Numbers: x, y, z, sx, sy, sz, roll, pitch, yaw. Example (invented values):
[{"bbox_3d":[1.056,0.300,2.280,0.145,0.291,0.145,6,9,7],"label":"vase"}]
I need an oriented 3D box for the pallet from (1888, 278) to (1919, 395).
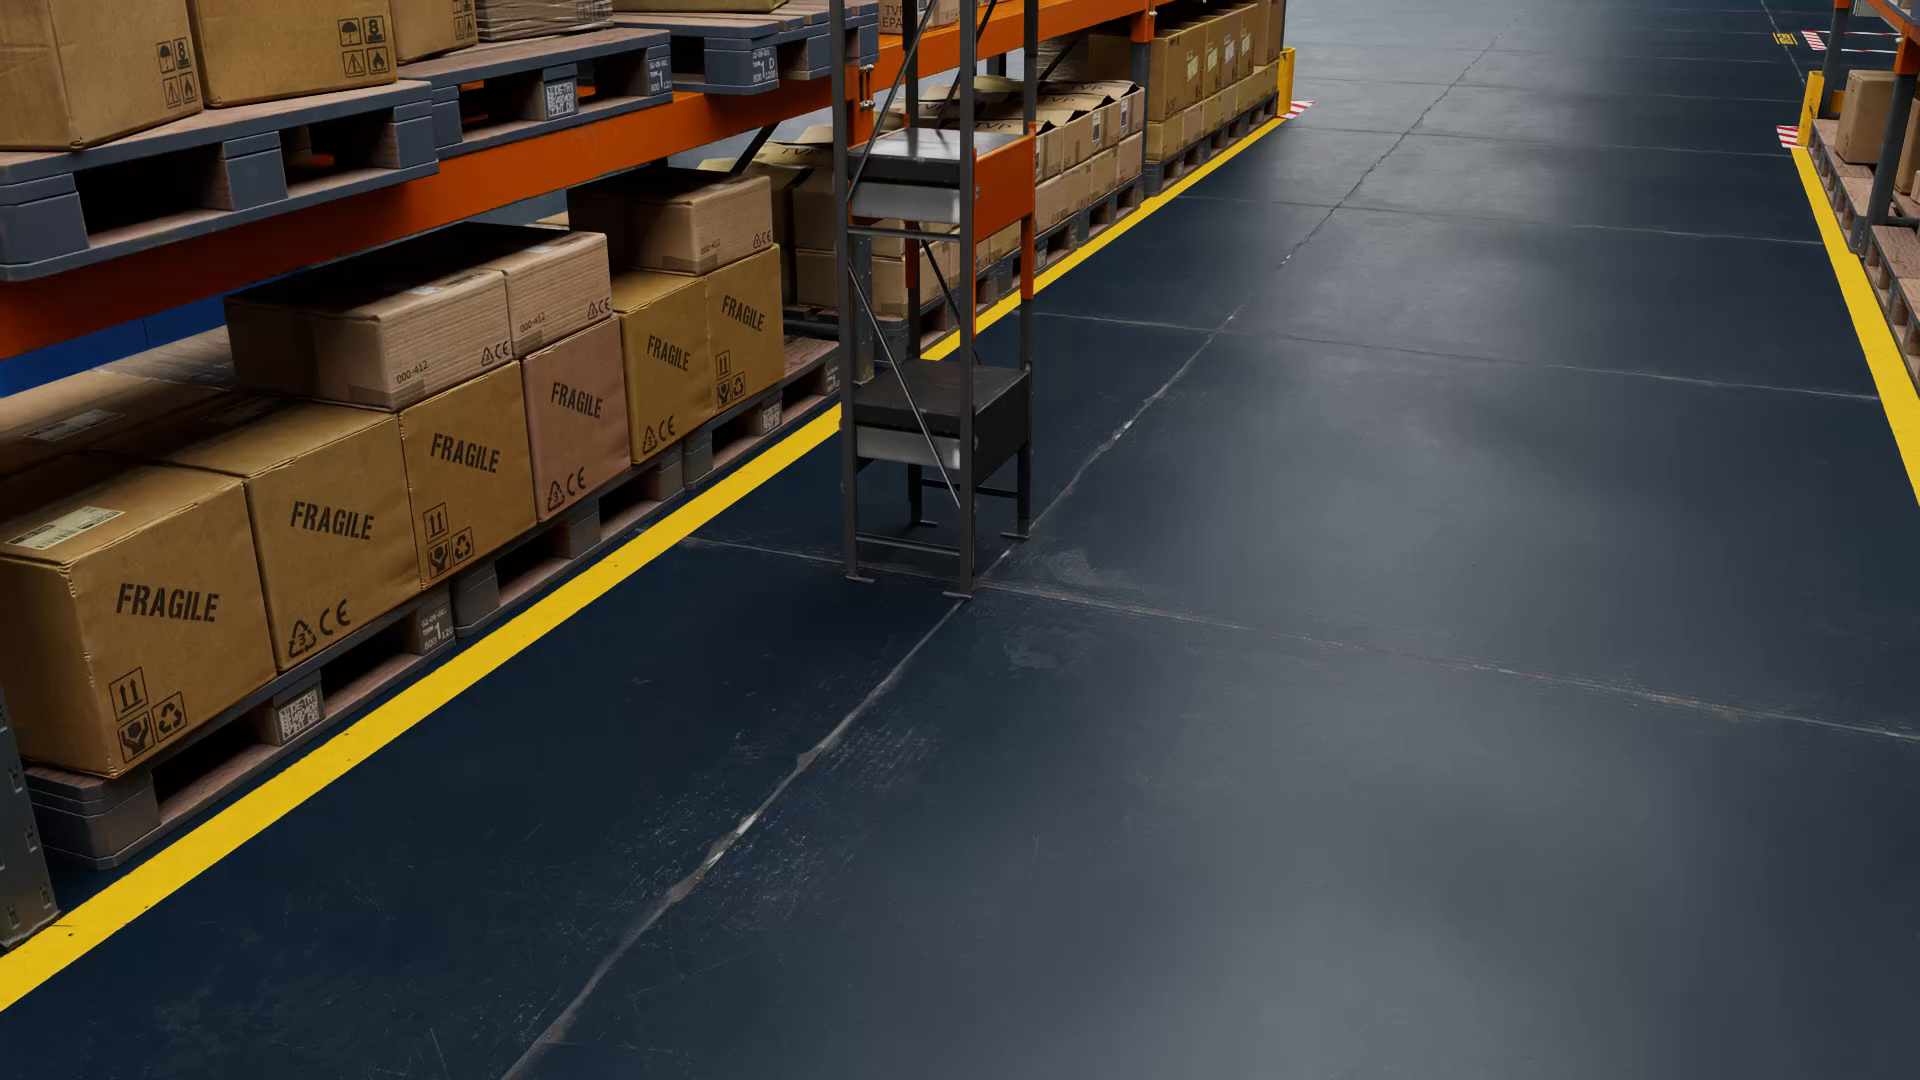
[{"bbox_3d":[4.509,-0.813,6.921,1.003,0.211,1.213,9,24,20],"label":"pallet"}]

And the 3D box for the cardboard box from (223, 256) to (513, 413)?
[{"bbox_3d":[-1.546,-0.553,4.381,0.500,0.250,0.500,9,24,20],"label":"cardboard box"}]

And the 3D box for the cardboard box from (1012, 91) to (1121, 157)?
[{"bbox_3d":[0.576,-2.335,9.243,0.500,0.311,0.500,9,24,22],"label":"cardboard box"}]

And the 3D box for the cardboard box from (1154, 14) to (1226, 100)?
[{"bbox_3d":[1.482,-3.274,11.246,0.500,0.500,0.500,9,24,20],"label":"cardboard box"}]

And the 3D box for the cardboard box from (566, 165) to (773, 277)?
[{"bbox_3d":[-0.984,-1.099,5.689,0.500,0.250,0.500,10,25,22],"label":"cardboard box"}]

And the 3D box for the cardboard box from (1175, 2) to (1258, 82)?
[{"bbox_3d":[1.853,-3.632,12.103,0.500,0.500,0.500,9,24,20],"label":"cardboard box"}]

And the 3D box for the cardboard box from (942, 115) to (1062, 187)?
[{"bbox_3d":[0.199,-1.977,8.387,0.500,0.311,0.500,8,24,19],"label":"cardboard box"}]

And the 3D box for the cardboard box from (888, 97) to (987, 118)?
[{"bbox_3d":[-0.119,-2.232,8.996,0.500,0.311,0.500,8,24,18],"label":"cardboard box"}]

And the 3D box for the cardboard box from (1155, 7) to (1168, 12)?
[{"bbox_3d":[1.168,-3.530,11.859,0.500,0.500,0.500,9,24,20],"label":"cardboard box"}]

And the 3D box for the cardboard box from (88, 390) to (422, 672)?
[{"bbox_3d":[-1.730,-0.041,4.130,0.500,0.500,0.500,9,24,21],"label":"cardboard box"}]

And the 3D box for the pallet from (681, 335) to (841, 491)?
[{"bbox_3d":[-1.150,-0.544,6.279,1.003,0.211,1.213,9,24,20],"label":"pallet"}]

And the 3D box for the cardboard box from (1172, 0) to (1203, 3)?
[{"bbox_3d":[1.544,-3.887,12.714,0.500,0.500,0.500,9,24,20],"label":"cardboard box"}]

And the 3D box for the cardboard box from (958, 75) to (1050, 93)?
[{"bbox_3d":[0.263,-2.596,9.867,0.500,0.311,0.500,9,24,20],"label":"cardboard box"}]

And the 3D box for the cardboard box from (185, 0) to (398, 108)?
[{"bbox_3d":[-1.743,-1.294,3.781,0.700,0.500,0.500,13,26,28],"label":"cardboard box"}]

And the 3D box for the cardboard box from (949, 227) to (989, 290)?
[{"bbox_3d":[-0.185,-1.343,7.596,0.500,0.250,0.500,8,24,19],"label":"cardboard box"}]

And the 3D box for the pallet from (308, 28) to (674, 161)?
[{"bbox_3d":[-1.556,-1.307,4.737,1.003,0.211,1.213,9,24,20],"label":"pallet"}]

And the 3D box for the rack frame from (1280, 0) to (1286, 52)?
[{"bbox_3d":[2.134,-4.955,13.222,1.000,3.000,0.127,9,24,20],"label":"rack frame"}]

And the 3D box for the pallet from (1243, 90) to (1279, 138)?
[{"bbox_3d":[1.889,-3.389,13.090,1.003,0.211,1.213,9,24,20],"label":"pallet"}]

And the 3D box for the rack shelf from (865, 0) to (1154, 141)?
[{"bbox_3d":[-0.095,-2.476,8.220,1.077,0.370,4.000,9,24,20],"label":"rack shelf"}]

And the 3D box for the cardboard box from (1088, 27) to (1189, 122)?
[{"bbox_3d":[1.111,-2.916,10.389,0.500,0.500,0.500,9,24,20],"label":"cardboard box"}]

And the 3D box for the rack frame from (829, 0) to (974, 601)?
[{"bbox_3d":[-0.152,-0.822,4.494,0.400,2.100,0.015,9,24,20],"label":"rack frame"}]

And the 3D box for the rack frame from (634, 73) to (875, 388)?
[{"bbox_3d":[-0.838,-2.093,6.368,1.000,3.000,0.127,9,24,20],"label":"rack frame"}]

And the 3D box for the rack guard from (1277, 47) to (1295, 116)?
[{"bbox_3d":[2.143,-3.811,13.724,1.175,0.500,0.348,9,24,20],"label":"rack guard"}]

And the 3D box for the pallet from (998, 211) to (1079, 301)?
[{"bbox_3d":[-0.041,-1.530,8.639,1.003,0.211,1.213,9,24,20],"label":"pallet"}]

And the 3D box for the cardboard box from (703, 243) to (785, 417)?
[{"bbox_3d":[-0.967,-0.774,5.883,0.500,0.500,0.500,10,25,22],"label":"cardboard box"}]

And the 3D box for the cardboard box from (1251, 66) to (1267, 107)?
[{"bbox_3d":[2.034,-3.466,12.678,0.500,0.250,0.500,9,24,20],"label":"cardboard box"}]

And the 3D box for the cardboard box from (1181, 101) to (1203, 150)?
[{"bbox_3d":[1.292,-2.750,10.964,0.500,0.250,0.500,9,24,20],"label":"cardboard box"}]

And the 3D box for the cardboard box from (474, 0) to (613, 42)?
[{"bbox_3d":[-1.484,-1.791,4.972,0.700,0.500,0.500,14,26,30],"label":"cardboard box"}]

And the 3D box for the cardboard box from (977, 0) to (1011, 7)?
[{"bbox_3d":[-0.034,-2.930,8.243,0.500,0.500,0.500,9,24,20],"label":"cardboard box"}]

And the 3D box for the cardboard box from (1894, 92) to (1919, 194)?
[{"bbox_3d":[5.597,-2.243,9.400,0.500,0.500,0.500,7,24,16],"label":"cardboard box"}]

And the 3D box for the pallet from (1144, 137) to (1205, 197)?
[{"bbox_3d":[0.982,-2.516,10.999,1.003,0.211,1.213,9,24,20],"label":"pallet"}]

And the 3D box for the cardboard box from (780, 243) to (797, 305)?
[{"bbox_3d":[-0.869,-1.241,7.351,0.500,0.250,0.500,9,24,21],"label":"cardboard box"}]

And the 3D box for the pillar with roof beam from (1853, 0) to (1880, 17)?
[{"bbox_3d":[7.738,-11.552,21.231,9.100,9.000,0.400,9,24,20],"label":"pillar with roof beam"}]

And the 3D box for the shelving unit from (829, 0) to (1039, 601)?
[{"bbox_3d":[-0.061,-0.910,4.703,0.431,2.100,0.503,9,24,20],"label":"shelving unit"}]

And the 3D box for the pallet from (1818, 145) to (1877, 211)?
[{"bbox_3d":[5.917,-2.213,10.274,1.003,0.211,1.213,9,24,20],"label":"pallet"}]

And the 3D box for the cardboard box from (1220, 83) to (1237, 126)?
[{"bbox_3d":[1.663,-3.108,11.821,0.500,0.250,0.500,9,24,20],"label":"cardboard box"}]

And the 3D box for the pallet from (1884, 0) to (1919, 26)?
[{"bbox_3d":[4.830,-2.475,7.532,1.003,0.211,1.213,9,24,20],"label":"pallet"}]

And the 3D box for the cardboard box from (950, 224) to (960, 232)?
[{"bbox_3d":[-0.183,-1.611,7.510,0.500,0.311,0.500,8,24,19],"label":"cardboard box"}]

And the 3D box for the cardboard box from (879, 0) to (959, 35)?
[{"bbox_3d":[-0.326,-2.344,7.085,0.500,0.311,0.500,8,24,19],"label":"cardboard box"}]

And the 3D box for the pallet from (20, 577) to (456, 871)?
[{"bbox_3d":[-2.057,0.329,4.189,1.003,0.211,1.213,9,24,20],"label":"pallet"}]

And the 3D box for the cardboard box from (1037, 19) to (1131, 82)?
[{"bbox_3d":[0.814,-3.170,10.996,0.500,0.500,0.500,9,24,20],"label":"cardboard box"}]

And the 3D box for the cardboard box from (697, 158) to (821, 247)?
[{"bbox_3d":[-0.872,-1.499,7.242,0.500,0.311,0.500,9,24,21],"label":"cardboard box"}]

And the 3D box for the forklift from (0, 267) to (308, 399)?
[{"bbox_3d":[-3.232,-1.962,6.144,1.130,2.935,3.031,-11,25,-24],"label":"forklift"}]

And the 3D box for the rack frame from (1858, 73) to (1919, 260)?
[{"bbox_3d":[5.249,-2.816,8.100,1.000,3.000,0.127,9,24,20],"label":"rack frame"}]

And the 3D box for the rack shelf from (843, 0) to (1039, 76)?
[{"bbox_3d":[-0.062,-1.543,4.439,0.431,0.518,0.480,9,24,20],"label":"rack shelf"}]

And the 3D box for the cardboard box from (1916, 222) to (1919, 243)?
[{"bbox_3d":[4.991,-1.600,7.861,0.700,0.500,0.500,10,25,22],"label":"cardboard box"}]

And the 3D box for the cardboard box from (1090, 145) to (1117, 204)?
[{"bbox_3d":[0.573,-2.078,9.357,0.500,0.250,0.500,8,24,19],"label":"cardboard box"}]

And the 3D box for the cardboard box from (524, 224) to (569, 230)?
[{"bbox_3d":[-1.462,-0.832,6.023,0.500,0.500,0.500,8,24,18],"label":"cardboard box"}]

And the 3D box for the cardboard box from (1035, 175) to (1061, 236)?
[{"bbox_3d":[0.194,-1.713,8.483,0.500,0.250,0.500,9,24,21],"label":"cardboard box"}]

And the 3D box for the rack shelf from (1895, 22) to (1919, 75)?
[{"bbox_3d":[4.506,-1.769,6.525,1.077,0.370,4.000,9,24,20],"label":"rack shelf"}]

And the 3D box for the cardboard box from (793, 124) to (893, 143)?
[{"bbox_3d":[-0.495,-1.866,8.121,0.500,0.311,0.500,9,24,20],"label":"cardboard box"}]

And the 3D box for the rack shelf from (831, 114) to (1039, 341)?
[{"bbox_3d":[-0.061,-0.897,4.709,0.431,0.518,0.480,9,24,20],"label":"rack shelf"}]

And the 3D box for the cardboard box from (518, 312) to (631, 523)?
[{"bbox_3d":[-1.349,-0.400,4.988,0.500,0.500,0.500,8,24,18],"label":"cardboard box"}]

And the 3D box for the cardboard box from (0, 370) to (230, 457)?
[{"bbox_3d":[-2.215,-0.104,4.280,0.500,0.500,0.500,9,24,20],"label":"cardboard box"}]
